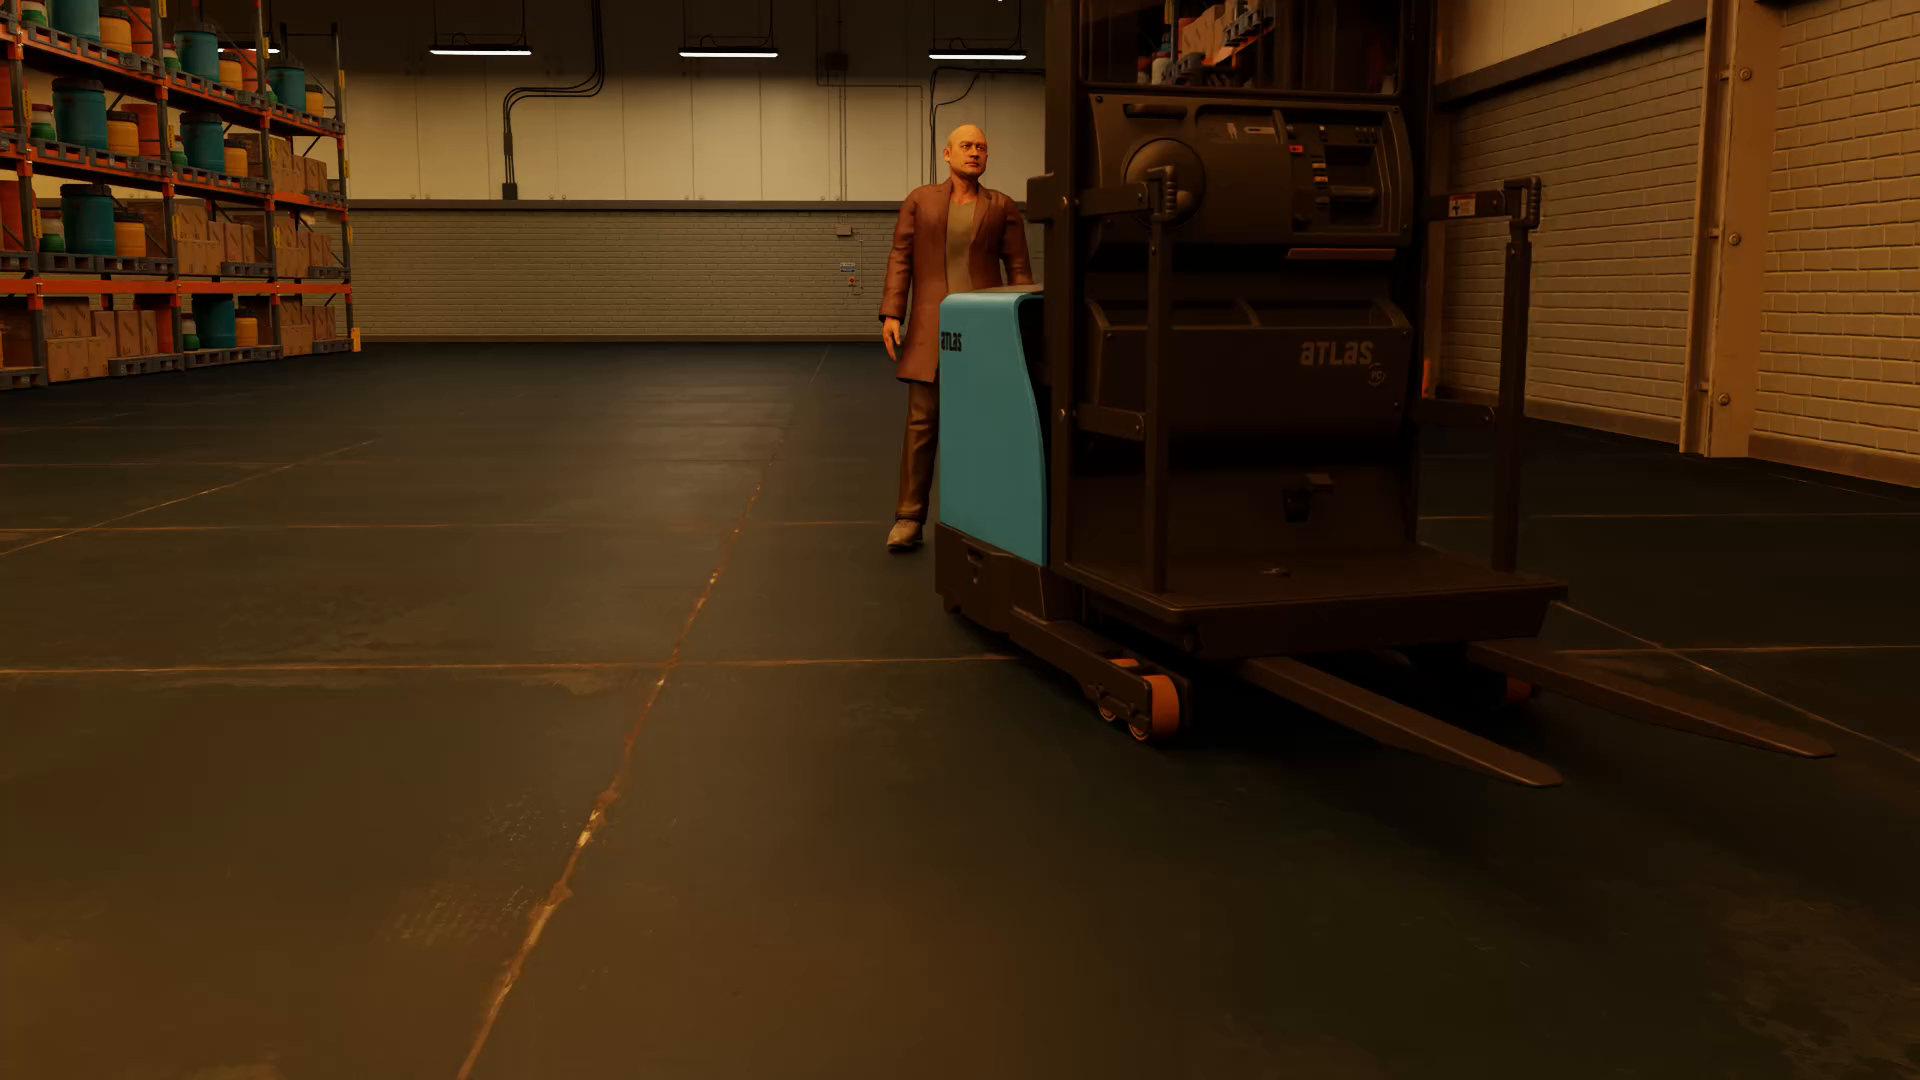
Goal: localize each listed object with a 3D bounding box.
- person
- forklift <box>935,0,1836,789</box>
[{"bbox_3d":[0.002,-0.874,7.087,0.698,1.778,0.579,-1,8,-4],"label":"person"},{"bbox_3d":[0.856,-1.027,4.248,1.130,2.935,3.031,-3,9,-18],"label":"forklift"}]
